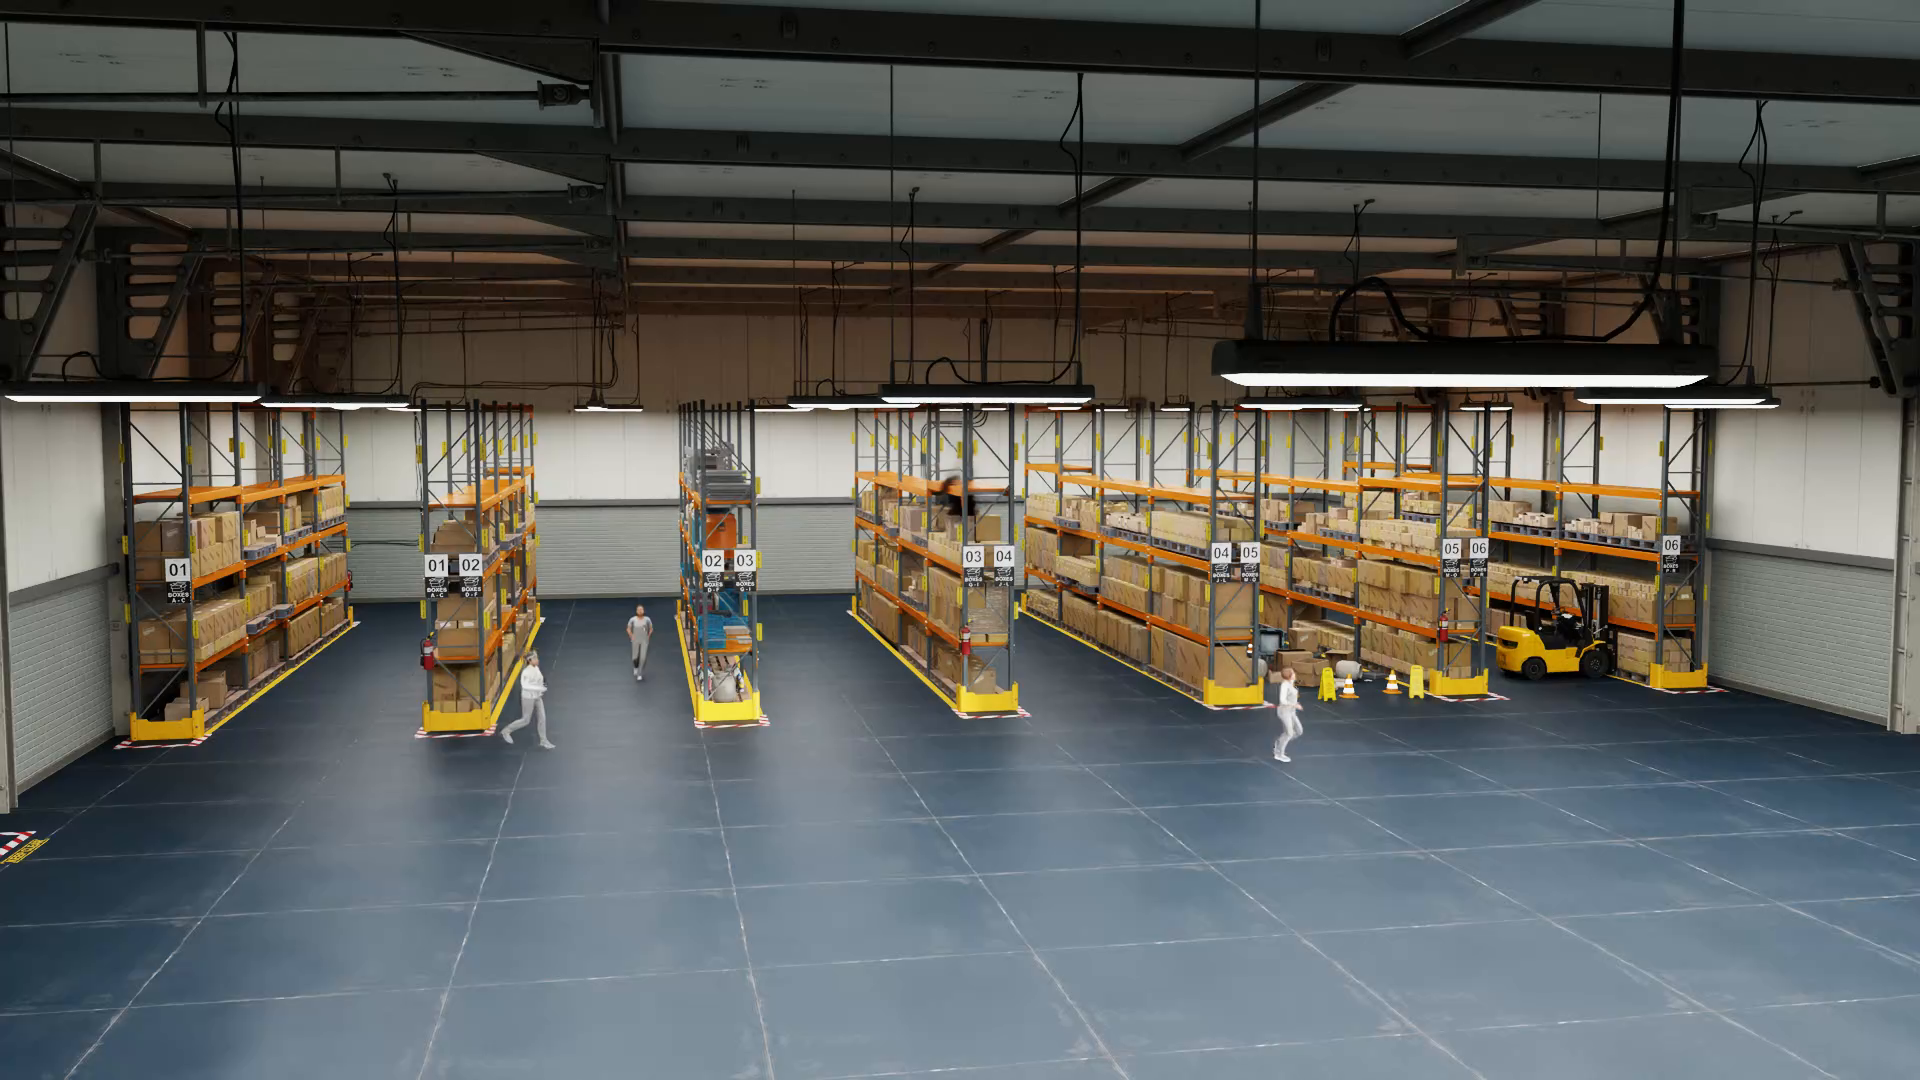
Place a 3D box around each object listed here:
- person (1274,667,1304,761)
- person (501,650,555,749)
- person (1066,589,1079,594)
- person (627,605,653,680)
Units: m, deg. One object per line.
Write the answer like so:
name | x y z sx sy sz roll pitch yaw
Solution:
person | 5.423 2.872 27.402 0.517 1.565 0.541 2 5 25
person | -7.393 2.728 28.535 0.923 1.708 0.625 1 4 14
person | 3.236 1.128 50.095 0.870 1.668 0.565 -1 4 -7
person | -6.893 2.204 35.859 0.546 1.623 0.554 -1 4 -13
